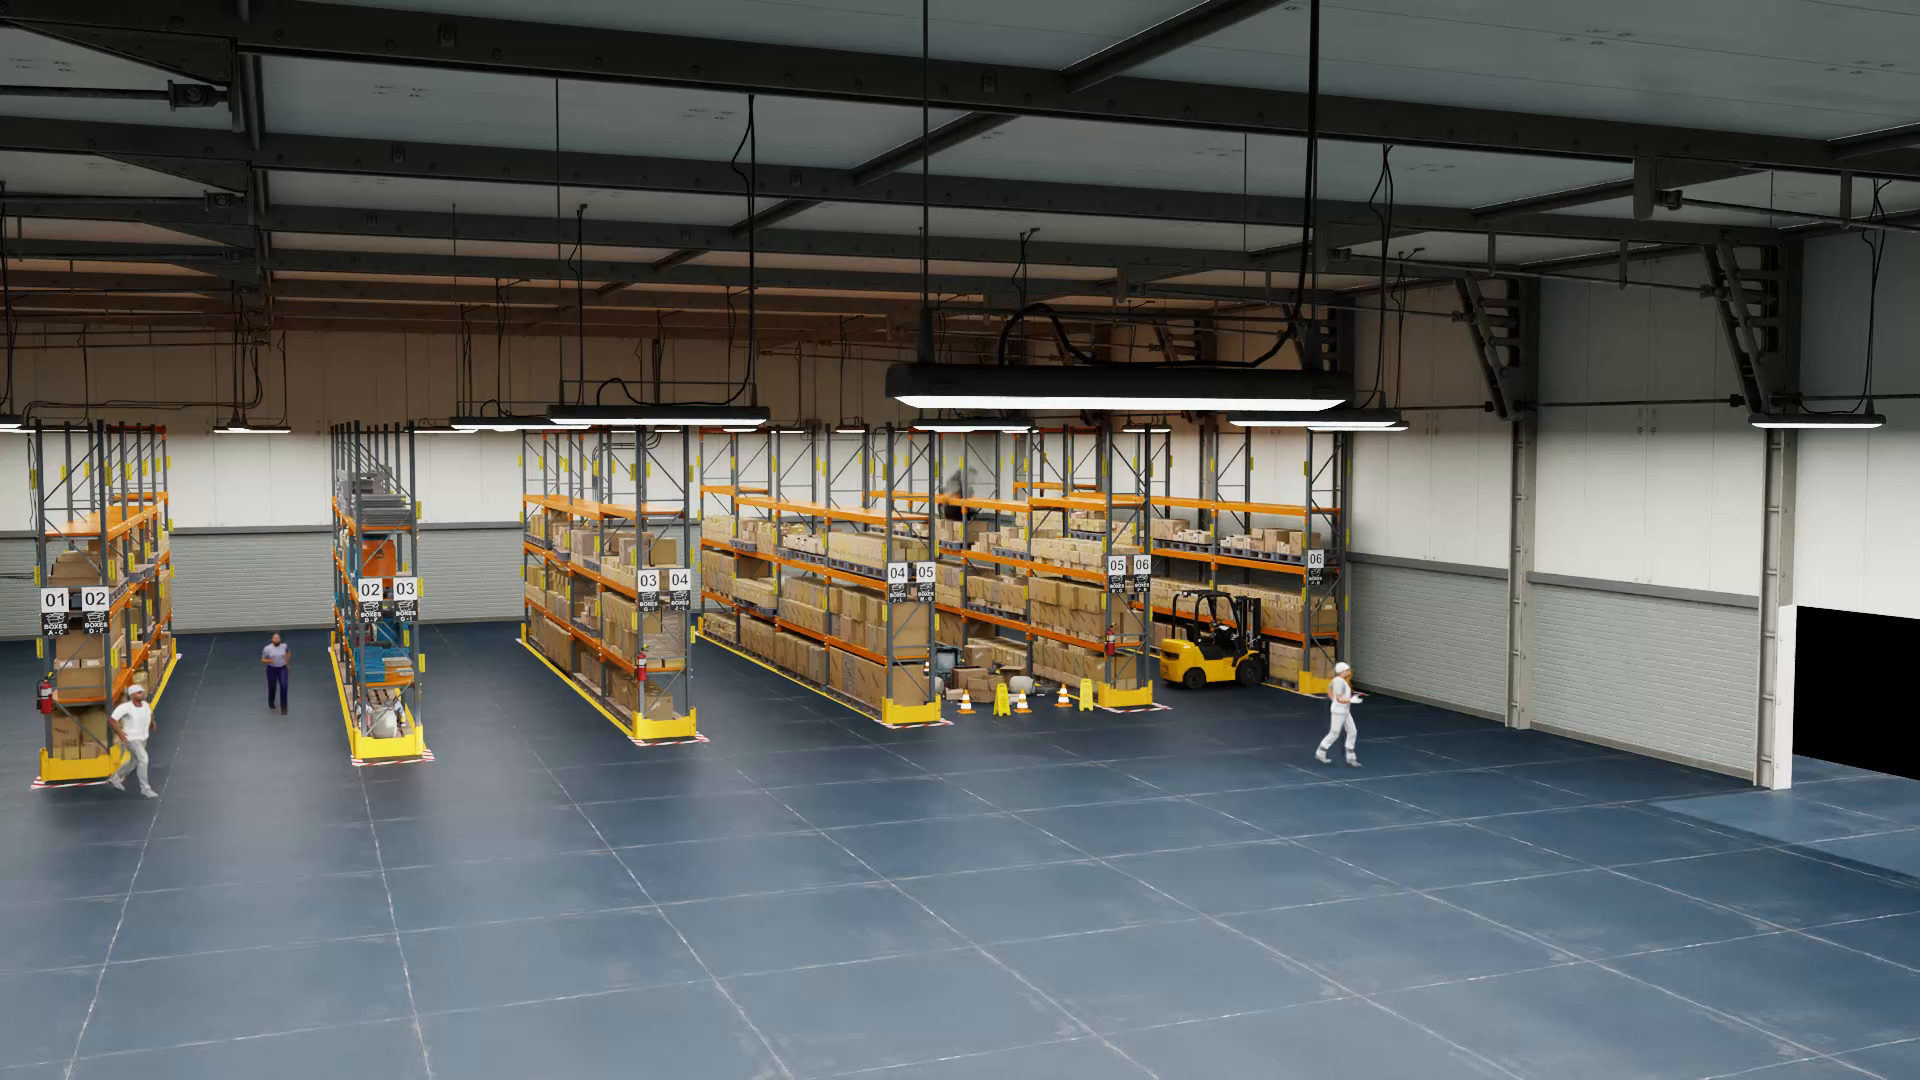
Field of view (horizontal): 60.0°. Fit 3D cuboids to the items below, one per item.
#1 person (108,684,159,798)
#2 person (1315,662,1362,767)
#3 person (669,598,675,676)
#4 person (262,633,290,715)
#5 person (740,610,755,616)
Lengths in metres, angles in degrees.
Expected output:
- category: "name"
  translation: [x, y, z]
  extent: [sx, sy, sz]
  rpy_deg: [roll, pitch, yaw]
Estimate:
- category: "person"
  translation: [-13.109, 3.169, 26.419]
  extent: [0.920, 1.774, 0.711]
  rpy_deg: [1, 4, 10]
- category: "person"
  translation: [6.558, 3.029, 28.776]
  extent: [0.816, 1.829, 0.633]
  rpy_deg: [2, 4, 23]
- category: "person"
  translation: [-6.996, 2.309, 40.065]
  extent: [0.687, 1.807, 0.991]
  rpy_deg: [-2, 4, -29]
- category: "person"
  translation: [-14.159, 2.743, 34.441]
  extent: [0.568, 1.667, 0.901]
  rpy_deg: [-2, 4, -28]
- category: "person"
  translation: [-6.352, 1.755, 49.781]
  extent: [0.772, 1.764, 0.687]
  rpy_deg: [-2, 4, -27]
